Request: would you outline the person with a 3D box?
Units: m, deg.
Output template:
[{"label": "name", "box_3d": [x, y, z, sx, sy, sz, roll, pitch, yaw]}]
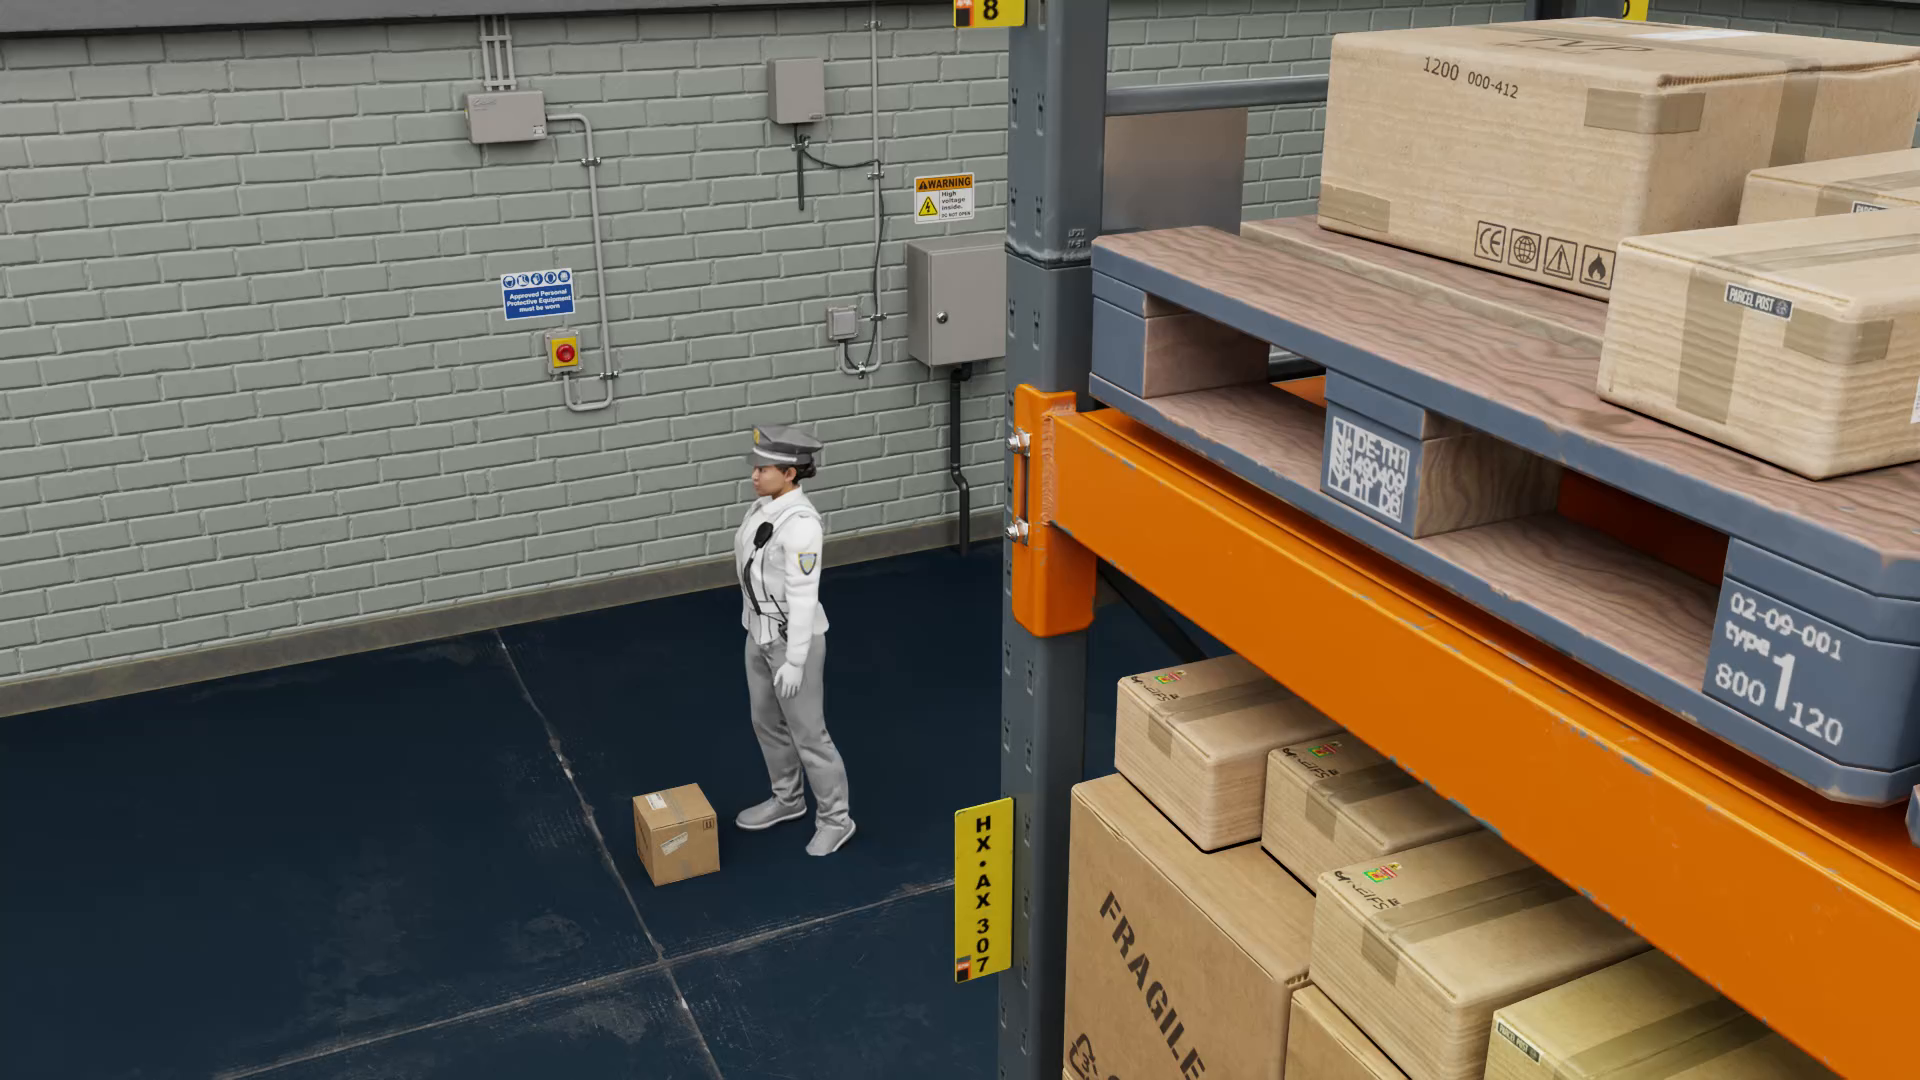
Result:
[{"label": "person", "box_3d": [-0.643, 0.412, 6.183, 0.391, 1.719, 0.473, -10, 24, -22]}]
